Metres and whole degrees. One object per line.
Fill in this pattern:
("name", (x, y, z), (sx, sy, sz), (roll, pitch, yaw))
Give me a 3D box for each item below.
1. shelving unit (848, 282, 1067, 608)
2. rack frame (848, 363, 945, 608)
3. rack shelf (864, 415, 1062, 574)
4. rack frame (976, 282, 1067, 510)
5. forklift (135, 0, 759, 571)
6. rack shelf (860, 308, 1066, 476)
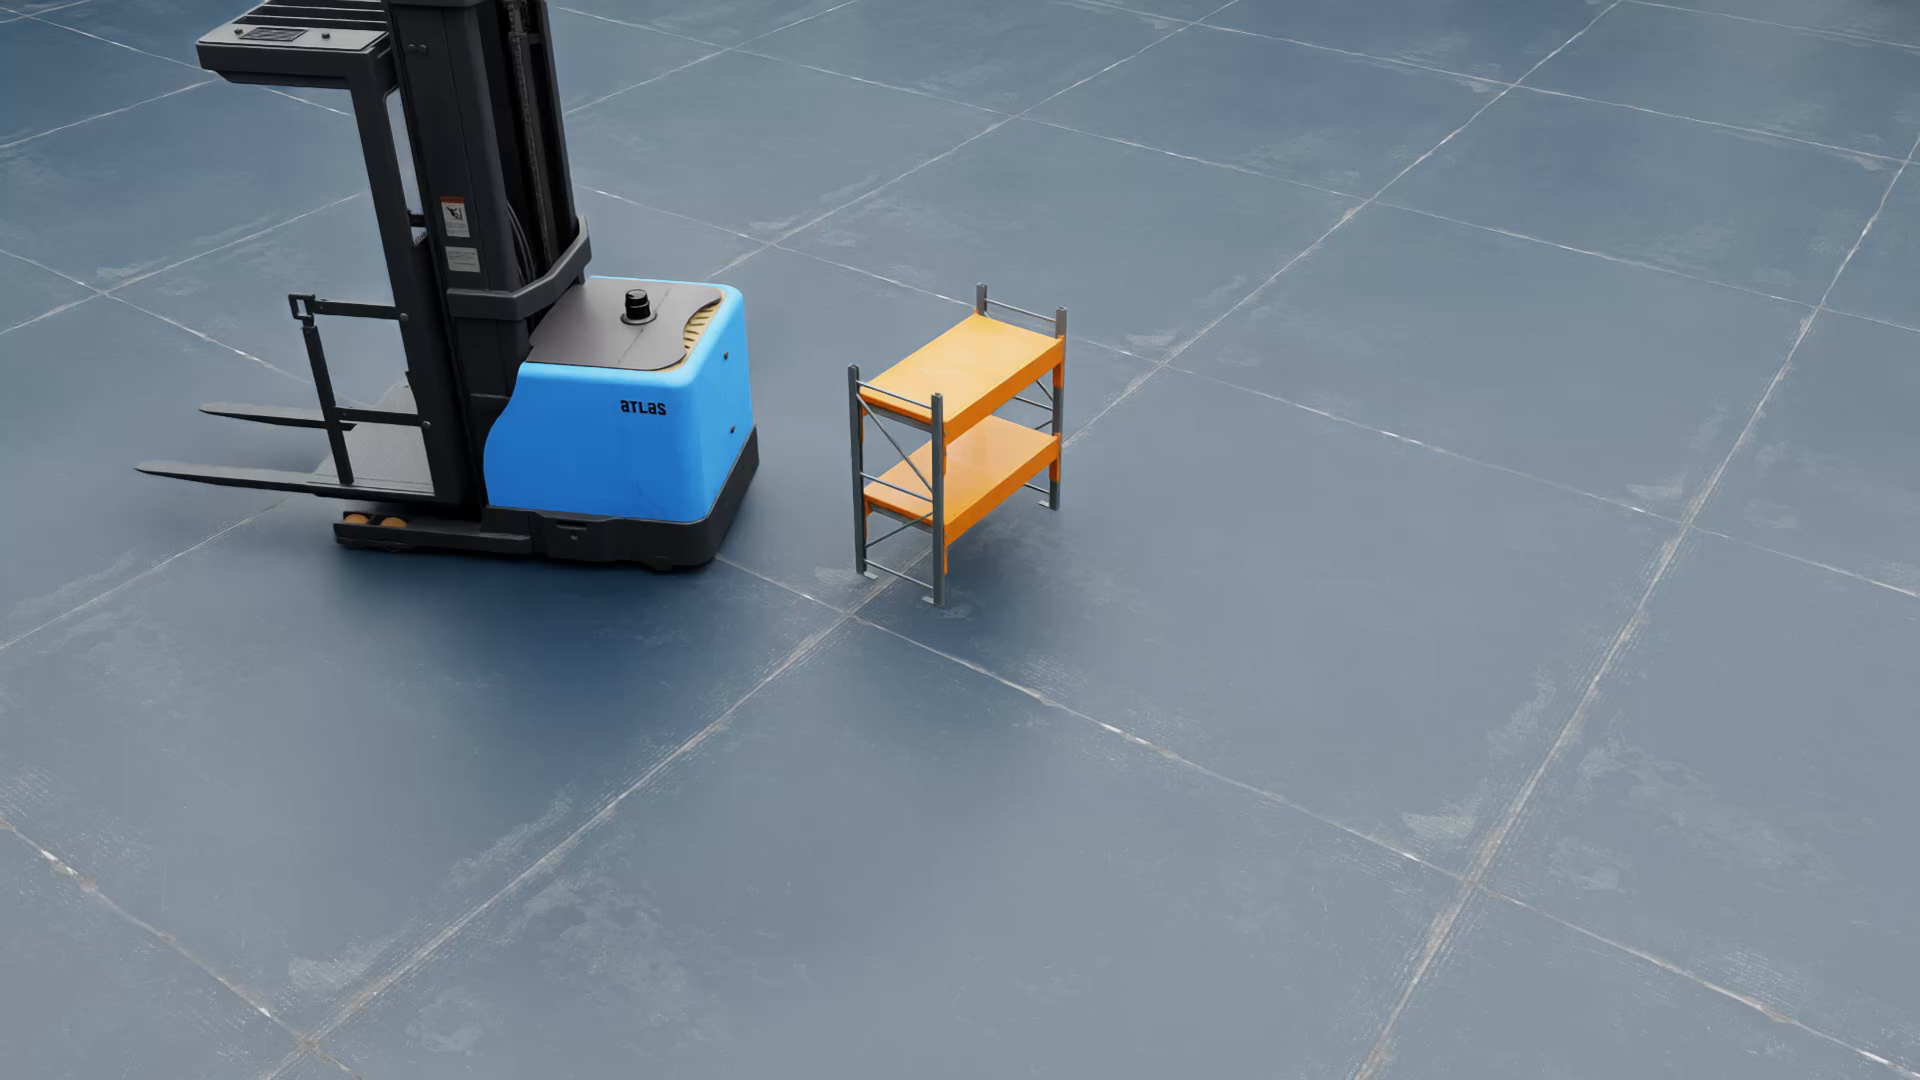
("shelving unit", (0.004, -0.469, 7.939), (0.538, 1.125, 1.048), (21, 39, 28))
("rack frame", (-0.286, -0.235, 7.594), (0.500, 1.125, 0.032), (21, 39, 28))
("rack shelf", (0.004, -0.267, 8.076), (0.538, 0.278, 1.000), (21, 39, 28))
("rack frame", (0.294, -0.703, 8.285), (0.500, 1.125, 0.032), (21, 39, 28))
("forklift", (-2.615, -1.443, 7.767), (3.031, 2.935, 1.130), (5, 34, 7))
("rack shelf", (0.004, -0.712, 7.776), (0.538, 0.278, 1.000), (21, 39, 28))
